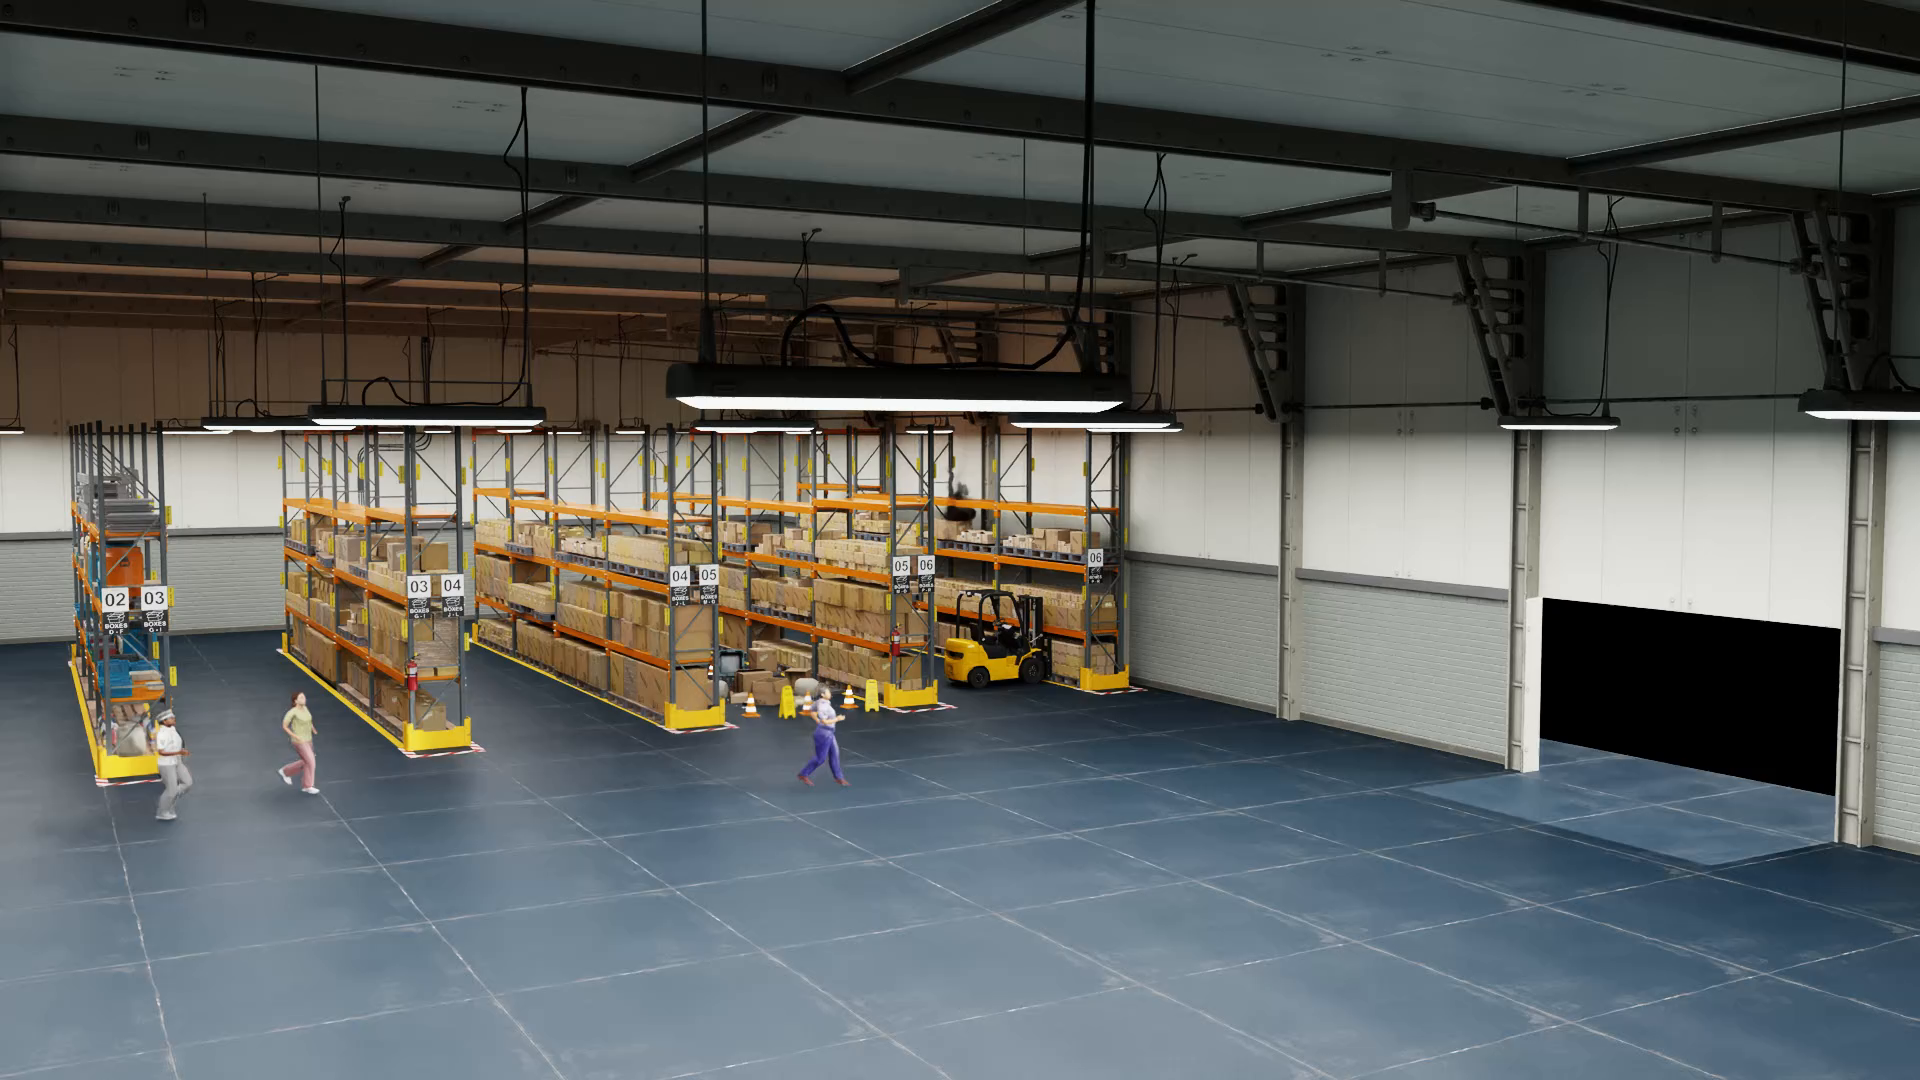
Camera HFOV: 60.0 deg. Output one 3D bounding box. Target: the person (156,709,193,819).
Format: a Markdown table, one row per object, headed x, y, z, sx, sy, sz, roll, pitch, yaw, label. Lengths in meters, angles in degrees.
| x | y | z | sx | sy | sz | roll | pitch | yaw | label |
| --- | --- | --- | --- | --- | --- | --- | --- | --- | --- |
| -11.743 | 3.343 | 24.871 | 0.572 | 1.663 | 0.563 | 0 | 4 | -2 | person |

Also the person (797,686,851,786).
| x | y | z | sx | sy | sz | roll | pitch | yaw | label |
| --- | --- | --- | --- | --- | --- | --- | --- | --- | --- |
| -2.216 | 3.208 | 27.084 | 0.874 | 1.672 | 0.598 | 0 | 4 | -2 | person |

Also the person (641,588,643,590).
| x | y | z | sx | sy | sz | roll | pitch | yaw | label |
| --- | --- | --- | --- | --- | --- | --- | --- | --- | --- |
| -9.534 | 1.767 | 50.559 | 0.898 | 1.667 | 0.769 | -1 | 4 | -20 | person |

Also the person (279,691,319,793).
| x | y | z | sx | sy | sz | roll | pitch | yaw | label |
| --- | --- | --- | --- | --- | --- | --- | --- | --- | --- |
| -10.673 | 3.253 | 26.824 | 0.687 | 1.653 | 0.575 | 1 | 4 | 10 | person |
